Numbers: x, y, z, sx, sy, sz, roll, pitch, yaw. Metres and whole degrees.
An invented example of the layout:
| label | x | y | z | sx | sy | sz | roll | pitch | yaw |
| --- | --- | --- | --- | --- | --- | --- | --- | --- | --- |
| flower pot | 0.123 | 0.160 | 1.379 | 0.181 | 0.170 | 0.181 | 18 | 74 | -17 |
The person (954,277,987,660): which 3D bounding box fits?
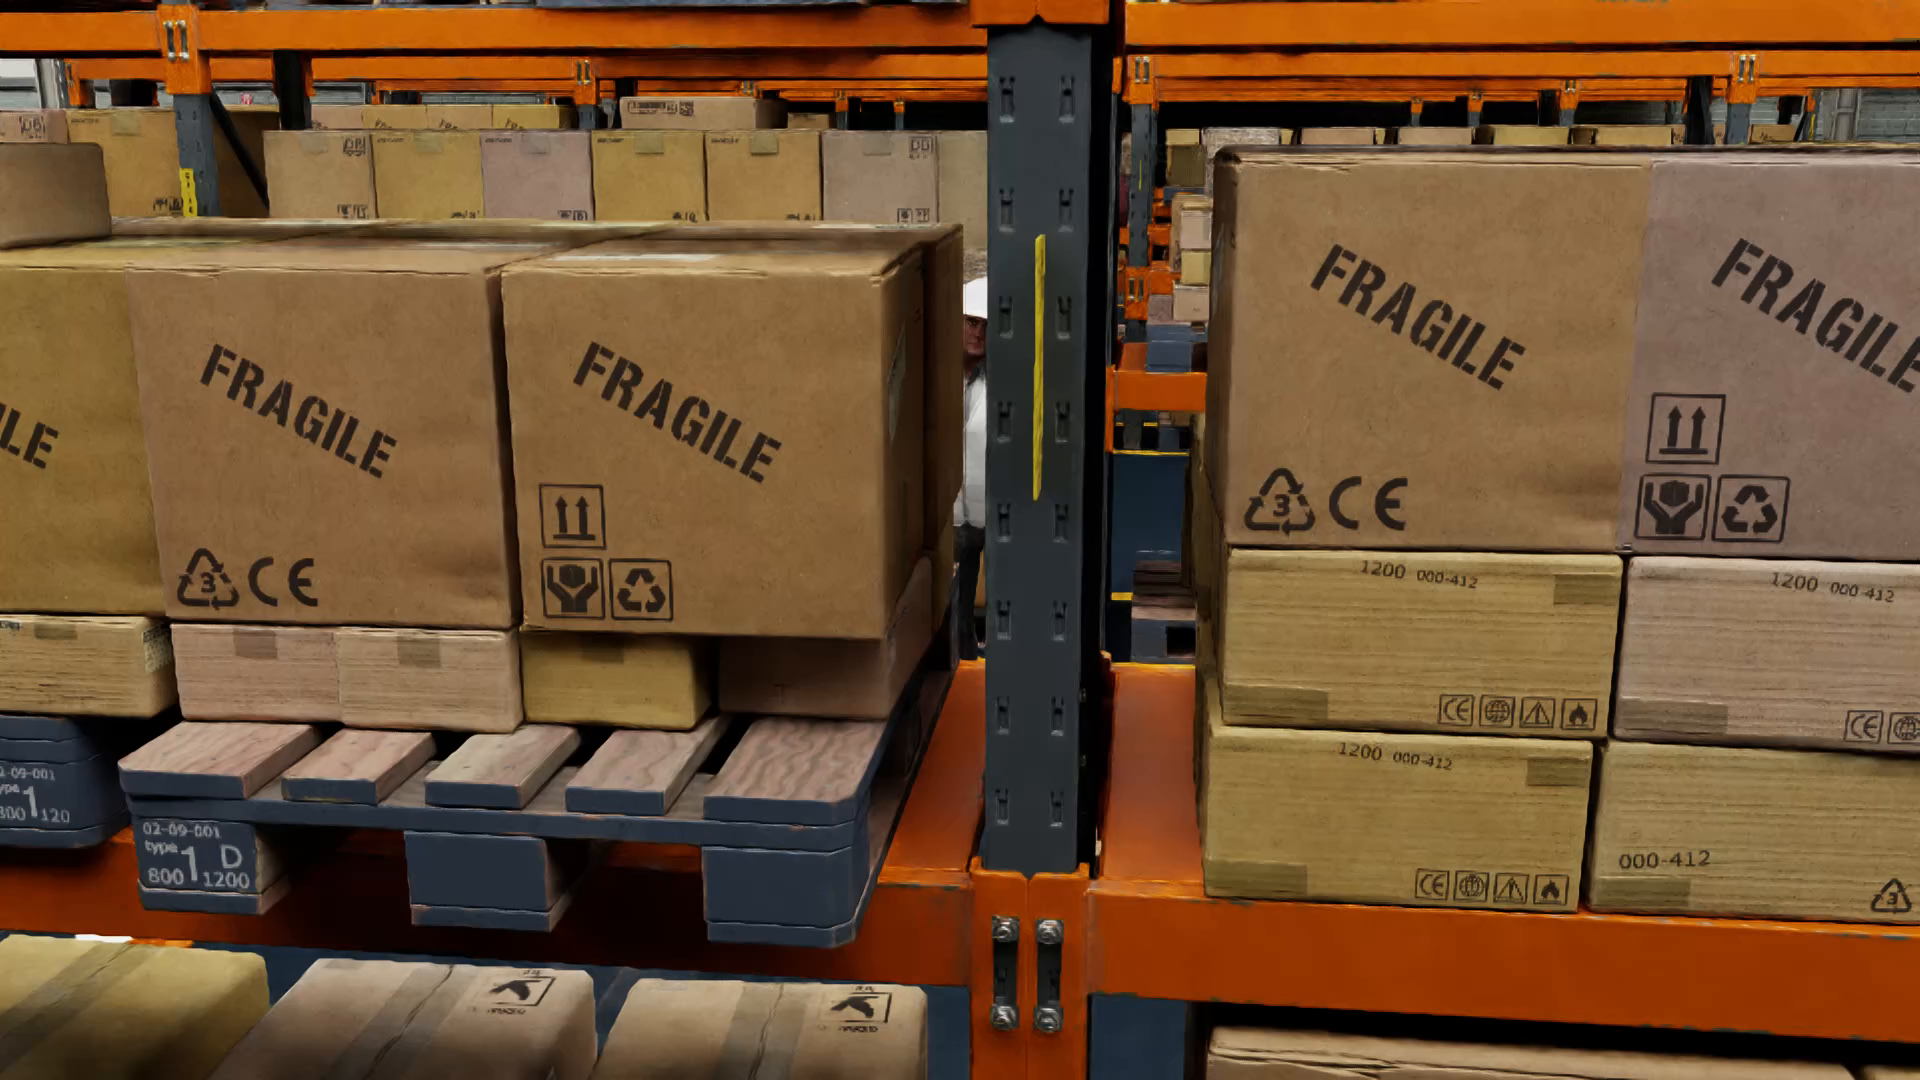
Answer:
| label | x | y | z | sx | sy | sz | roll | pitch | yaw |
| --- | --- | --- | --- | --- | --- | --- | --- | --- | --- |
| person | 0.065 | -0.077 | 6.153 | 0.659 | 1.771 | 0.412 | 5 | 15 | 18 |
